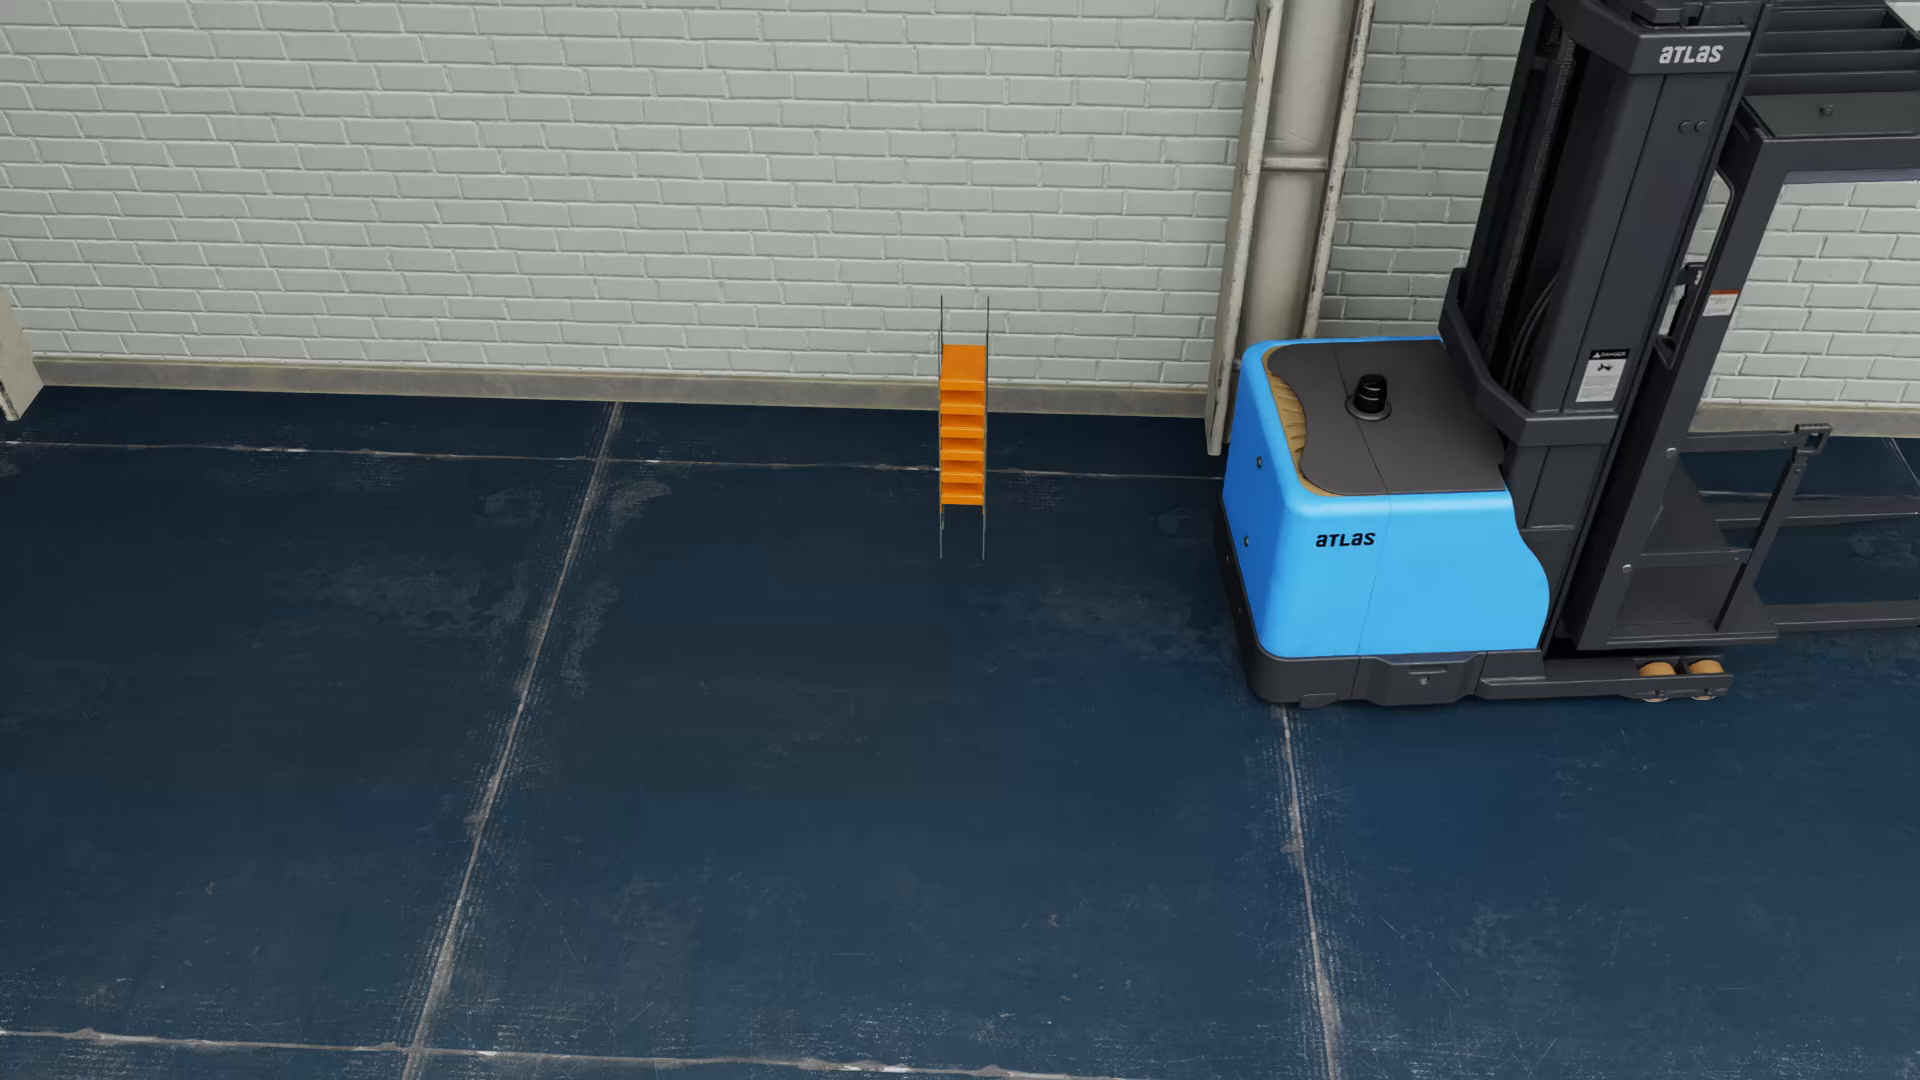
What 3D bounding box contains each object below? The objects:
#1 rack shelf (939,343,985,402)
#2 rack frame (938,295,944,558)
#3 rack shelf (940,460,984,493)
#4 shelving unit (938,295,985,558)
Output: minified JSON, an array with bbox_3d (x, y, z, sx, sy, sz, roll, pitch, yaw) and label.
[{"bbox_3d":[0.014,-0.669,6.625,0.180,0.103,0.258,2,43,2],"label":"rack shelf"},{"bbox_3d":[-0.077,-0.441,6.844,0.006,1.200,0.240,2,43,2],"label":"rack frame"},{"bbox_3d":[0.014,-0.318,6.953,0.180,0.103,0.258,2,43,2],"label":"rack shelf"},{"bbox_3d":[-10.961,0.879,4.986,21.905,1.800,5.752,2,43,2],"label":"shelving unit"}]
